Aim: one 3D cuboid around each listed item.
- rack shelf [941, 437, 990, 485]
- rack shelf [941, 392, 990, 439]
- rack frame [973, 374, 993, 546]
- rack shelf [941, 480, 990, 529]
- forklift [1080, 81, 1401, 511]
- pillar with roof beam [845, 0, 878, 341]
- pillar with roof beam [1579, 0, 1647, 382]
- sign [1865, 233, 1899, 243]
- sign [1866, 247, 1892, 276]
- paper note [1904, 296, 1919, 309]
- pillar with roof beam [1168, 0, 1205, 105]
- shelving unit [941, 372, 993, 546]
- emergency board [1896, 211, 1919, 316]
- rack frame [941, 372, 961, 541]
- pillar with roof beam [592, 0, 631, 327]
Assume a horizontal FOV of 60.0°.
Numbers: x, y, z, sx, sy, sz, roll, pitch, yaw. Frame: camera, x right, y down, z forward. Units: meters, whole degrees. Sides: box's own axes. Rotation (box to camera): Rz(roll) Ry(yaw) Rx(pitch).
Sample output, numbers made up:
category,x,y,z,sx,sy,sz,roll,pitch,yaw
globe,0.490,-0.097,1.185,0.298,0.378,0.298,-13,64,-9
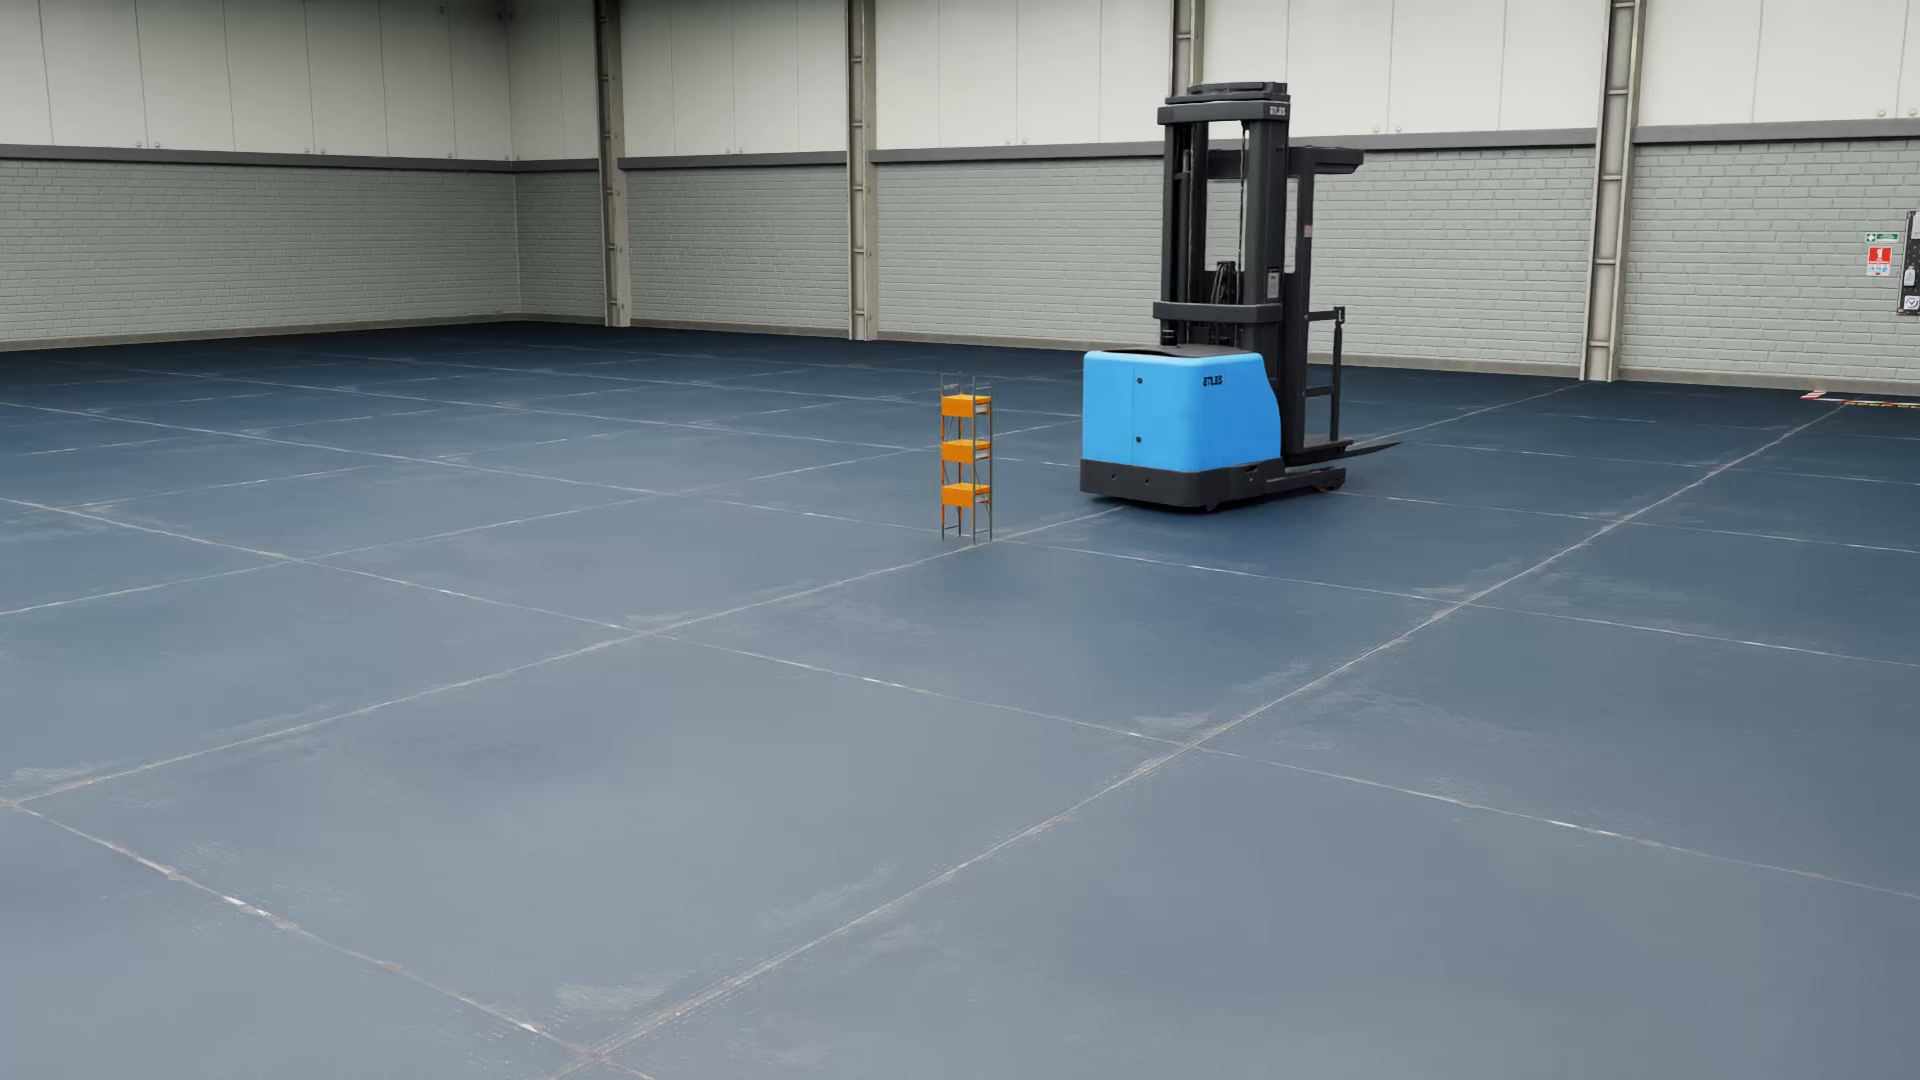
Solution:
category,x,y,z,sx,sy,sz,roll,pitch,yaw
rack shelf,0.043,-0.499,10.401,0.240,0.259,0.215,8,13,36
rack shelf,0.043,-0.778,10.347,0.240,0.259,0.215,8,13,36
rack frame,0.141,-0.496,10.328,0.008,1.050,0.200,8,13,36
rack shelf,0.043,-0.226,10.454,0.240,0.259,0.215,8,13,36
forklift,2.264,-1.856,12.409,3.031,2.935,1.130,-11,15,-44
pillar with roof beam,-4.166,-7.127,23.678,0.400,9.000,9.100,8,13,36
pillar with roof beam,5.506,-5.778,16.705,0.400,9.000,9.100,8,13,36
sign,10.535,-3.455,19.000,0.331,0.109,0.001,8,13,36
sign,10.537,-3.196,19.060,0.234,0.329,0.001,8,13,36
paper note,10.819,-2.699,18.902,0.142,0.148,0.016,8,13,36
pillar with roof beam,0.670,-6.453,20.192,0.400,9.000,9.100,8,13,36
shelving unit,0.043,-0.509,10.399,0.252,1.050,0.215,8,13,36
emergency board,10.925,-3.105,18.680,0.626,1.169,0.157,8,13,36
rack frame,-0.055,-0.523,10.470,0.008,1.050,0.200,8,13,36
pillar with roof beam,-9.002,-7.802,27.165,0.400,9.000,9.100,8,13,36
